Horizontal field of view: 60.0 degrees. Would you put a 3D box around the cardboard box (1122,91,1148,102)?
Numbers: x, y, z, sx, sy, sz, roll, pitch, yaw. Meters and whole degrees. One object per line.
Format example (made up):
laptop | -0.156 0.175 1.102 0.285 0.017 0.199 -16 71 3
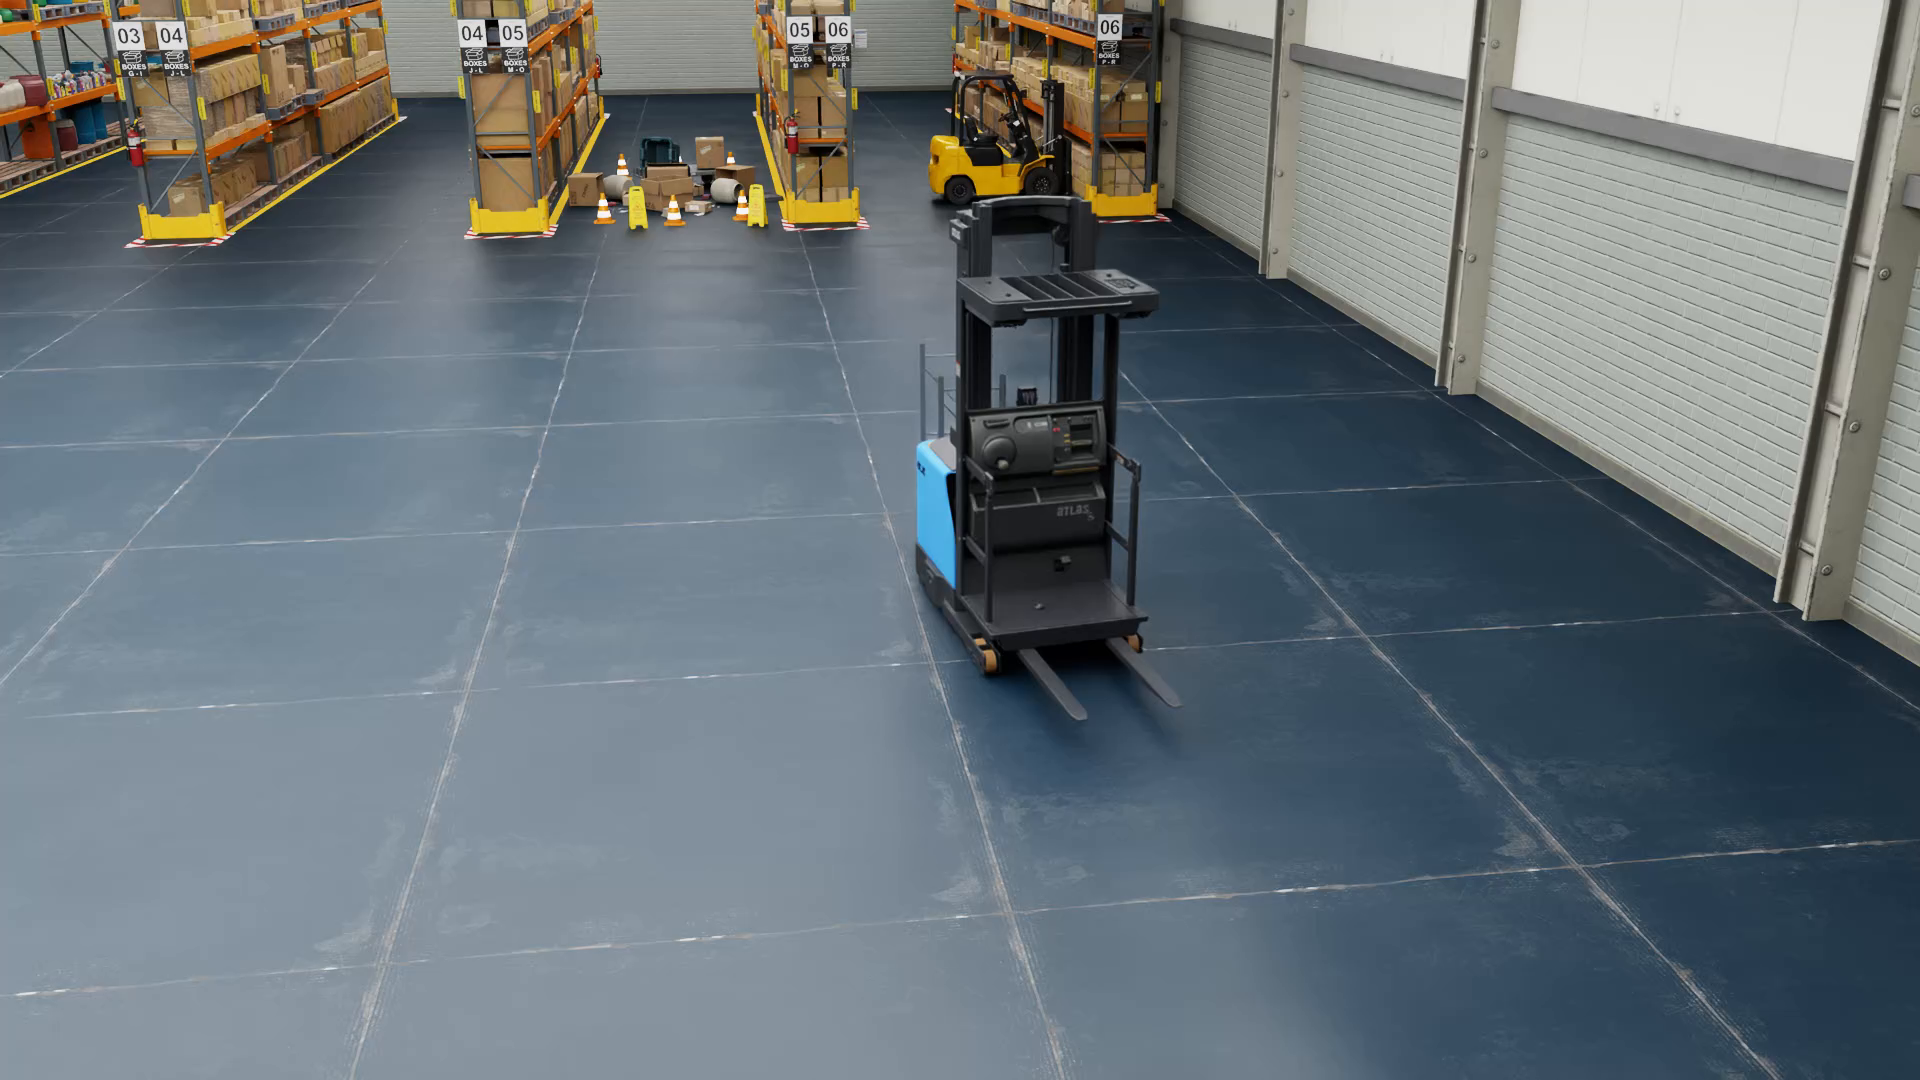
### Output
cardboard box | 2.893 -7.338 27.505 0.380 0.149 0.250 -3 21 -9

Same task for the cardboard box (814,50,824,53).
cardboard box | -2.779 -9.228 31.542 0.380 0.149 0.250 -2 21 -5

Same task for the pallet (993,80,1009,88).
pallet | 1.365 -9.768 35.355 1.213 0.211 1.003 -3 21 -8

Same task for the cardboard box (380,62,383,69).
cardboard box | -13.887 -11.243 39.391 0.380 0.149 0.250 -3 21 -8

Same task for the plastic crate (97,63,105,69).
plastic crate | -19.297 -10.683 37.685 0.416 0.233 0.300 -3 21 -8

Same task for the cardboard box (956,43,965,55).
cardboard box | 0.178 -12.295 41.636 0.500 0.250 0.500 -3 21 -7

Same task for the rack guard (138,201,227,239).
rack guard | -12.044 -4.960 25.783 1.175 0.500 0.348 -3 21 -8

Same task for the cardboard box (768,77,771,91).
cardboard box | -3.709 -9.466 34.489 0.500 0.250 0.500 -4 21 -10

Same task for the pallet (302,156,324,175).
pallet | -13.075 -7.298 32.454 1.003 0.211 1.213 -3 21 -8

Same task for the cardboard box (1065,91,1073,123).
cardboard box | 2.131 -7.592 29.112 0.500 0.500 0.500 -3 21 -7

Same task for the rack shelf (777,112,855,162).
rack shelf | -2.514 -6.960 28.593 1.077 0.370 4.000 -3 21 -8

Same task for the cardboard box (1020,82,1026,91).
cardboard box | 1.503 -9.038 33.341 0.500 0.250 0.500 -4 21 -10

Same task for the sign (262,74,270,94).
sign | -12.073 -7.926 28.912 0.100 0.325 0.005 -3 21 -8

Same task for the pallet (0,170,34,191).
pallet | -17.841 -6.627 30.658 1.003 0.211 1.213 -3 21 -8

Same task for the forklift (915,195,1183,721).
forklift | 0.580 -0.647 10.758 1.130 2.935 3.031 -6 21 -16

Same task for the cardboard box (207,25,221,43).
cardboard box | -11.994 -7.970 26.195 0.500 0.250 0.500 -3 21 -8

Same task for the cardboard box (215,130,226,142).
cardboard box | -11.962 -6.445 26.545 0.380 0.149 0.250 -3 21 -8

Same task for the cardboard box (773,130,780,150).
cardboard box | -3.308 -8.144 33.890 0.950 0.372 0.625 -4 21 -11

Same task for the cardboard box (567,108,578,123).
cardboard box | -8.123 -8.718 34.172 0.500 0.250 0.500 -4 21 -10

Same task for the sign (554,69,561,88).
sign | -7.138 -8.176 29.470 0.100 0.325 0.005 -3 21 -8

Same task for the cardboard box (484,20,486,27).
cardboard box | -7.493 -7.949 25.542 0.380 0.149 0.250 -3 21 -8

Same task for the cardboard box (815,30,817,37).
cardboard box | -2.185 -8.380 27.437 0.380 0.149 0.250 -4 21 -9

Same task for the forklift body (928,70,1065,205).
forklift body | 0.607 -7.023 28.947 2.313 2.155 1.214 -3 21 -8

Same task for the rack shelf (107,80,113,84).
rack shelf | -18.952 -10.366 37.710 1.077 0.370 4.000 -3 21 -8

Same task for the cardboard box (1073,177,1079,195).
cardboard box | 2.243 -6.085 28.550 0.500 0.250 0.500 -3 21 -8

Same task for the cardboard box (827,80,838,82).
cardboard box | -2.412 -7.857 29.397 0.500 0.500 0.500 -2 21 -6

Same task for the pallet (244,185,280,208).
pallet | -12.477 -5.953 28.853 1.003 0.211 1.213 -3 21 -8

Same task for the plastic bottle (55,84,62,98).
plastic bottle | -17.896 -8.893 32.918 0.152 0.276 0.135 -3 21 -8

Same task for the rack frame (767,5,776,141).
rack frame | -3.379 -9.375 34.029 1.000 3.000 0.127 -3 21 -8

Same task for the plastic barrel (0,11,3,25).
plastic barrel | -17.673 -9.537 30.374 0.301 0.262 0.301 0 20 0

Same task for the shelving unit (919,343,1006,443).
shelving unit | 0.006 -0.678 12.888 0.538 1.500 1.048 -3 21 -8

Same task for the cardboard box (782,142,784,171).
cardboard box | -2.896 -6.847 29.519 0.500 0.500 0.500 -2 21 -6

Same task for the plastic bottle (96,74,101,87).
plastic bottle | -18.234 -9.705 35.091 0.152 0.276 0.135 -3 21 -8

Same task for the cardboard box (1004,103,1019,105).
cardboard box | 1.153 -9.394 36.127 0.380 0.149 0.250 -2 21 -6

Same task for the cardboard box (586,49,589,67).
cardboard box | -8.740 -11.016 37.856 0.500 0.500 0.500 -3 21 -8

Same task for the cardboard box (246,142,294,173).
cardboard box | -12.808 -7.099 30.879 0.700 0.500 0.500 -5 21 -12

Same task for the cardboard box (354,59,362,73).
cardboard box | -13.571 -10.505 36.844 0.500 0.250 0.500 -3 21 -9

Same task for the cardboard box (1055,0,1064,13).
cardboard box | 1.987 -9.548 29.591 0.500 0.311 0.500 -2 21 -7

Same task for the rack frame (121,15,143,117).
rack frame | -19.240 -11.395 39.438 1.000 3.000 0.127 -3 21 -8

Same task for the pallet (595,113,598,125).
pallet | -9.323 -10.244 40.343 1.003 0.211 1.213 -3 21 -8

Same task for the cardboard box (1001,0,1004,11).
cardboard box | 1.145 -11.301 35.113 0.500 0.250 0.500 -3 21 -8

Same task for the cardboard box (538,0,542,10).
cardboard box | -7.219 -8.917 27.563 0.500 0.250 0.500 -3 21 -8

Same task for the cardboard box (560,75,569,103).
cardboard box | -7.790 -8.649 31.942 0.500 0.500 0.500 -3 21 -9

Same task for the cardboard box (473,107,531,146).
cardboard box | -7.208 -6.517 26.163 0.875 0.550 0.550 -3 21 -8

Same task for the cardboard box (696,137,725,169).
cardboard box | -4.560 -7.073 30.358 0.500 0.500 0.500 -3 21 -8

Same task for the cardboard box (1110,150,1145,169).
cardboard box | 2.803 -6.410 27.991 0.500 0.250 0.500 -3 21 -9

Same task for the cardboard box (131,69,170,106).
cardboard box | -12.356 -6.938 25.507 0.500 0.500 0.500 -3 21 -8

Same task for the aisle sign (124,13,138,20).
aisle sign | -19.545 -12.623 39.010 0.394 0.787 0.004 -3 21 -8

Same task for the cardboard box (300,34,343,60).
cardboard box | -13.662 -10.556 35.615 0.797 0.503 0.637 -3 21 -9
